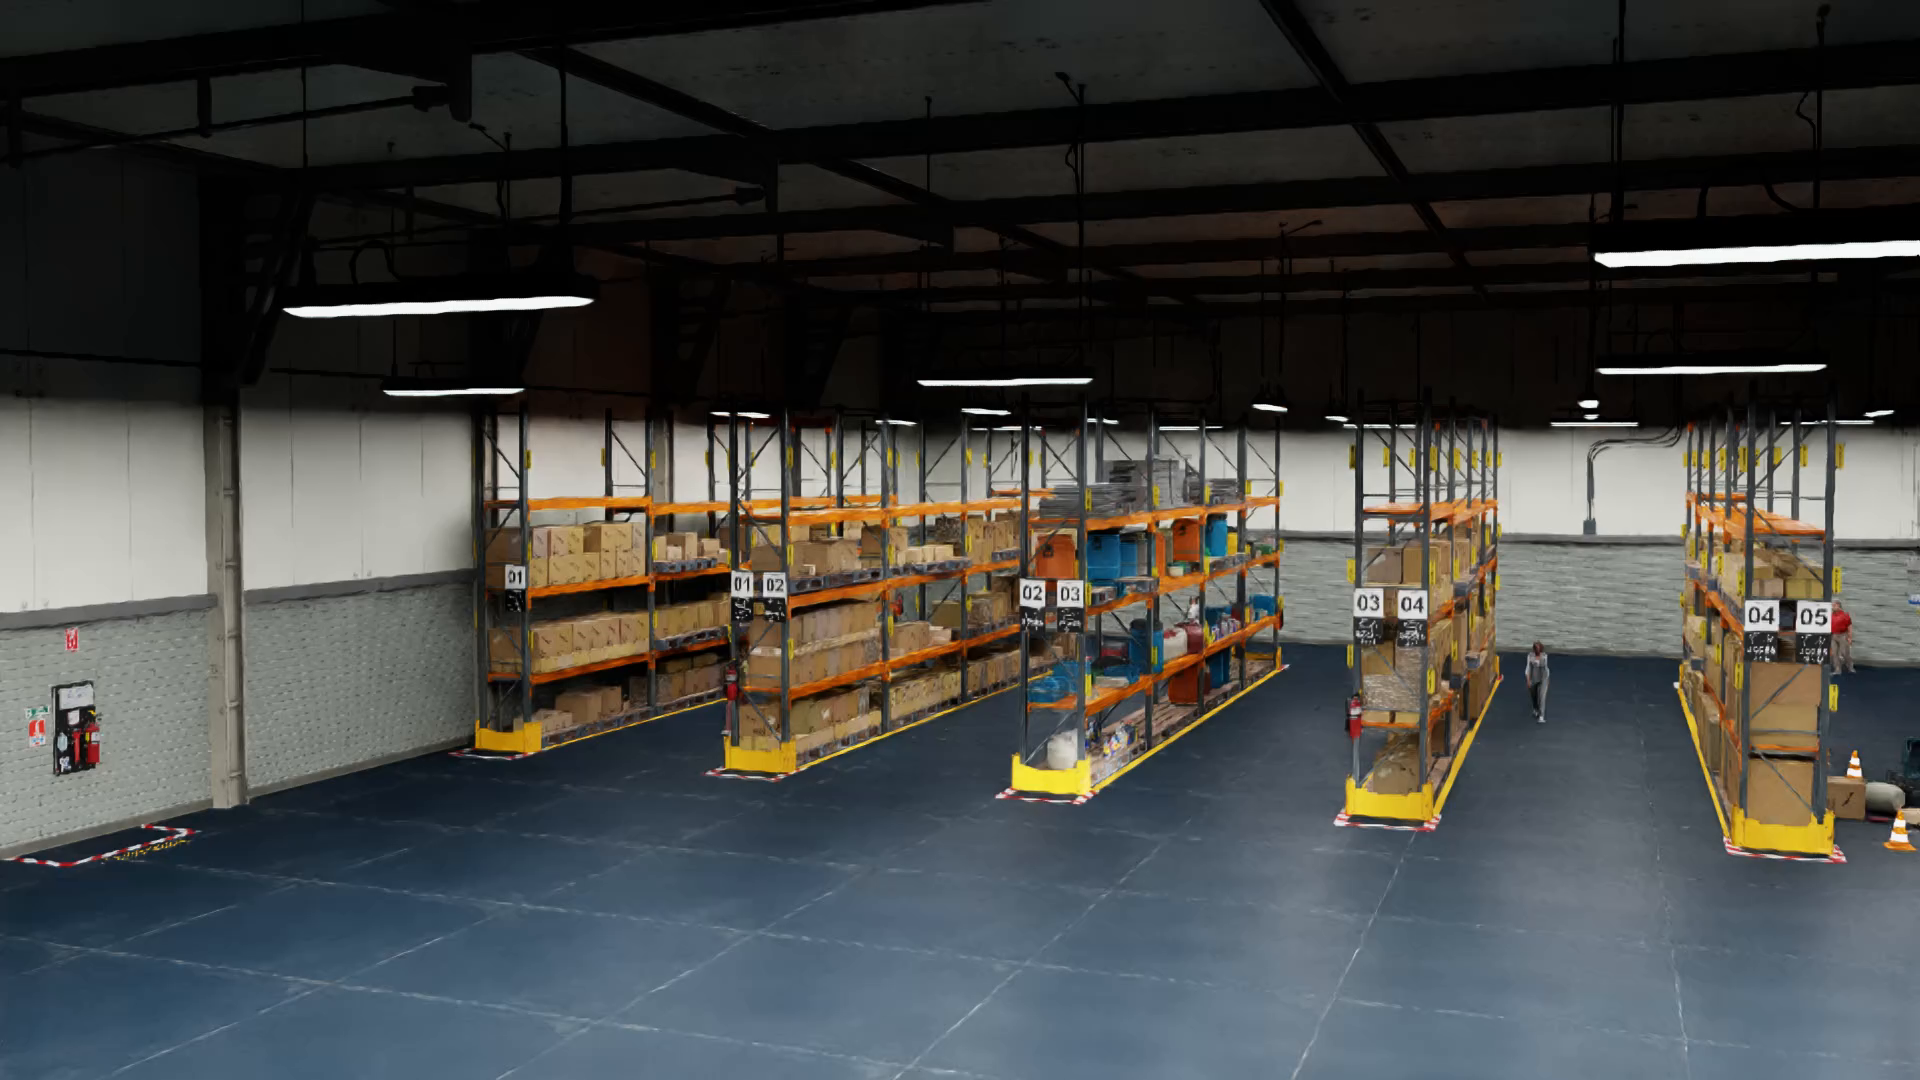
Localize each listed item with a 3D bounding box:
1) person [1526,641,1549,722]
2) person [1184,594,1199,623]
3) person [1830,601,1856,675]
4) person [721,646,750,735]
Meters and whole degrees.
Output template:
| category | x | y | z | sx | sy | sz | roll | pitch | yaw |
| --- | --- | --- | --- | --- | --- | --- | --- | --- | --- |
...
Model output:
| category | x | y | z | sx | sy | sz | roll | pitch | yaw |
| --- | --- | --- | --- | --- | --- | --- | --- | --- | --- |
| person | 11.038 | 2.681 | 31.811 | 0.417 | 1.517 | 1.037 | 1 | 3 | 23 |
| person | 5.609 | 2.166 | 40.038 | 0.626 | 1.748 | 0.759 | 2 | 3 | 31 |
| person | 20.497 | 2.268 | 38.654 | 0.572 | 1.713 | 0.592 | -2 | 3 | -33 |
| person | -4.011 | 2.719 | 30.246 | 0.458 | 1.612 | 1.019 | 1 | 3 | 20 |
